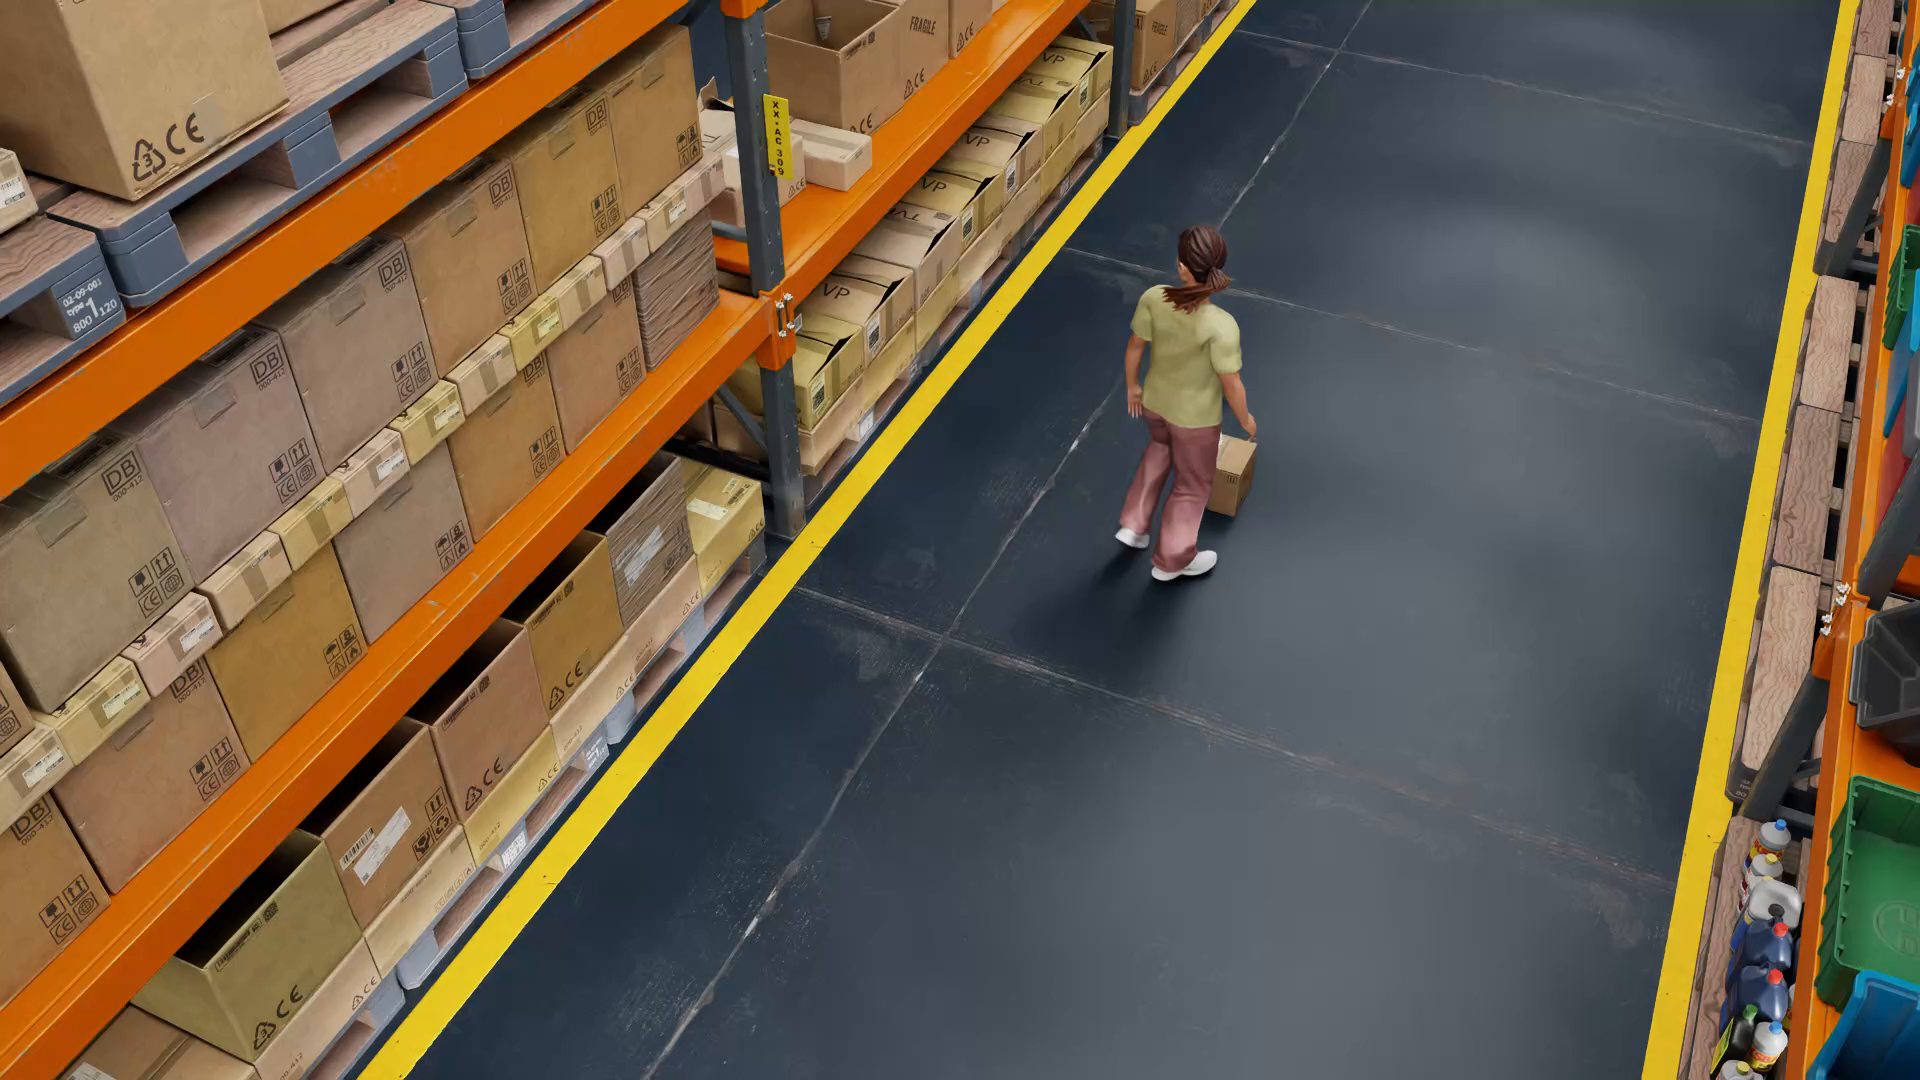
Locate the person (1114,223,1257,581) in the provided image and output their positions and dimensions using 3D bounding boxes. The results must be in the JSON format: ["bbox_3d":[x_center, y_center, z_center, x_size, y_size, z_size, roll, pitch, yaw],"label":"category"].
[{"bbox_3d":[0.914,-0.520,6.706,0.404,1.686,0.509,-31,50,-29],"label":"person"}]
